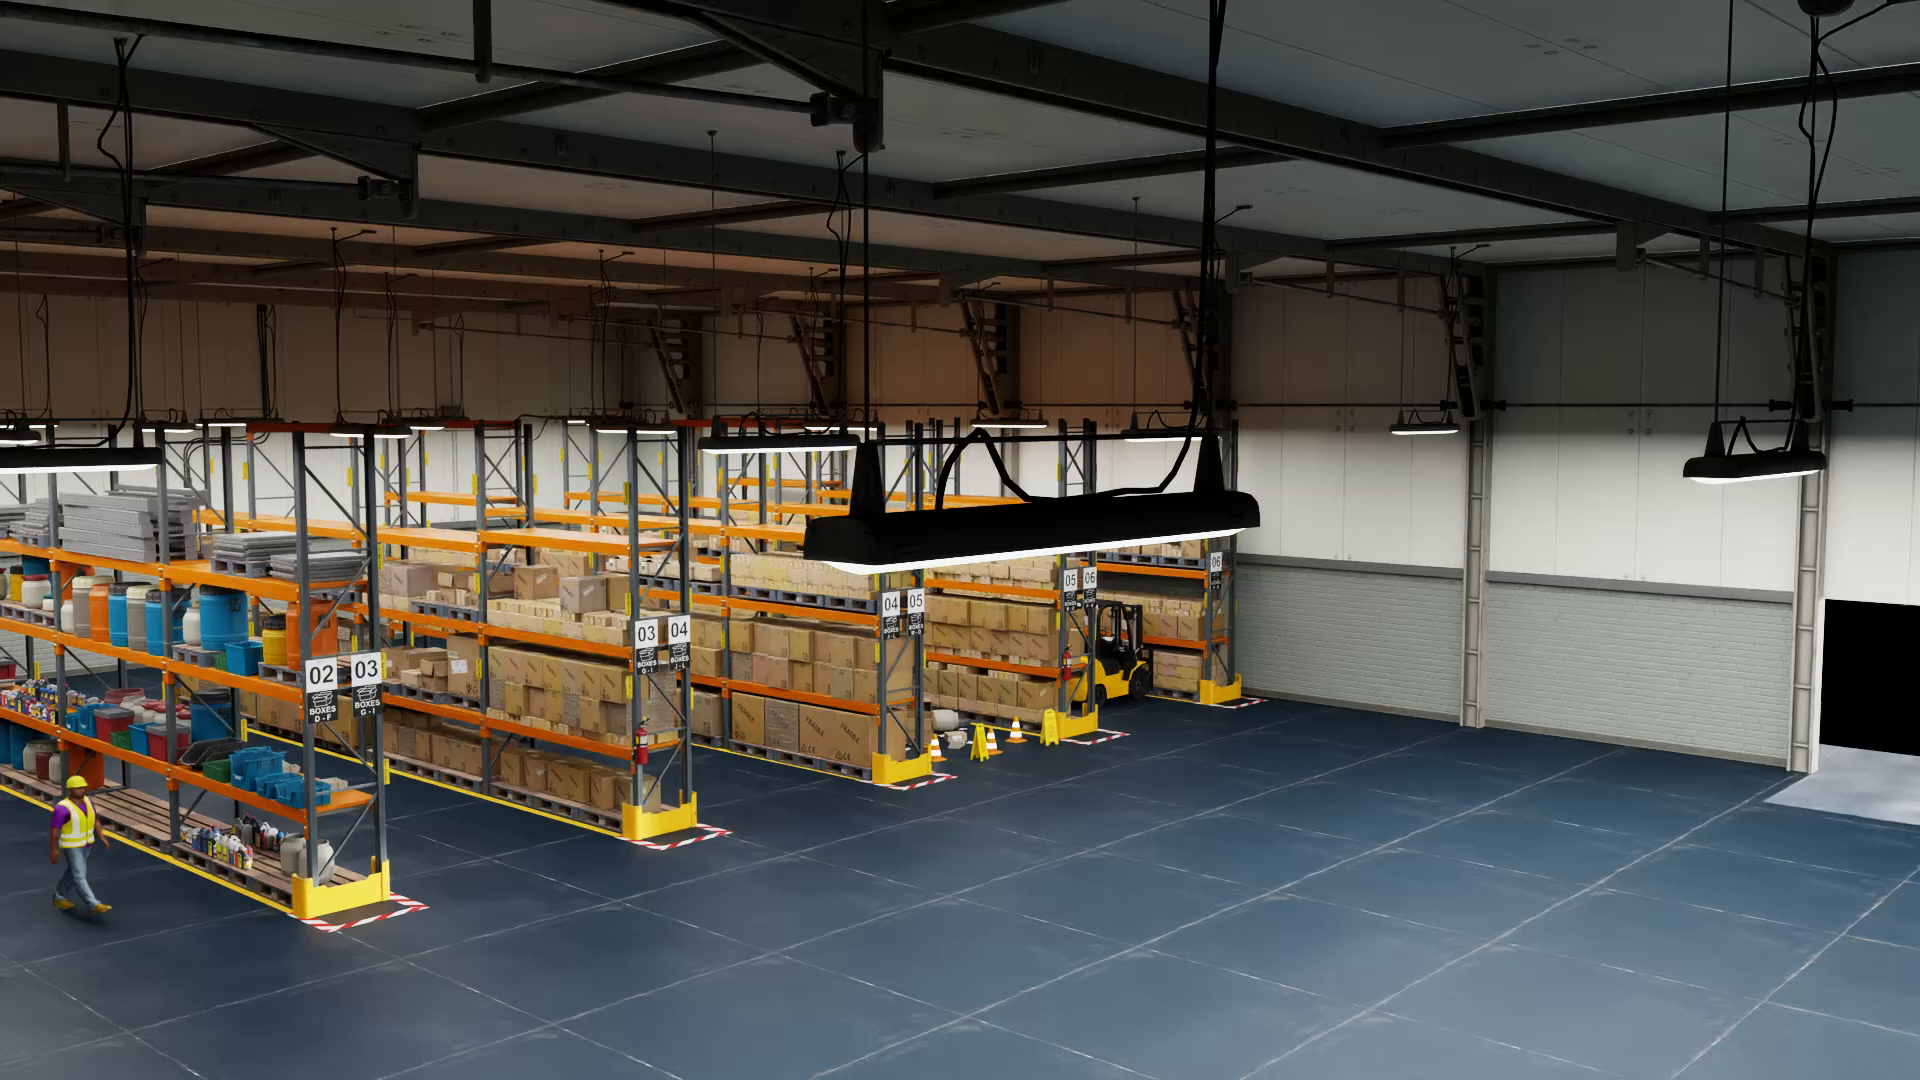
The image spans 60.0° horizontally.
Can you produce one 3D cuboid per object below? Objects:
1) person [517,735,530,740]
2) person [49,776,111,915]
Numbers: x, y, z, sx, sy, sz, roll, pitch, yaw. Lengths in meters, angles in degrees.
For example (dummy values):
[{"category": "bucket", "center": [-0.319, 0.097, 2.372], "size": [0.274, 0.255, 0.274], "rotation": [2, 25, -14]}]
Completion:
[{"category": "person", "center": [-8.184, 2.935, 31.278], "size": [0.414, 1.671, 0.490], "rotation": [4, 6, 40]}, {"category": "person", "center": [-10.865, 3.765, 20.599], "size": [1.082, 1.699, 0.596], "rotation": [1, 5, 12]}]
